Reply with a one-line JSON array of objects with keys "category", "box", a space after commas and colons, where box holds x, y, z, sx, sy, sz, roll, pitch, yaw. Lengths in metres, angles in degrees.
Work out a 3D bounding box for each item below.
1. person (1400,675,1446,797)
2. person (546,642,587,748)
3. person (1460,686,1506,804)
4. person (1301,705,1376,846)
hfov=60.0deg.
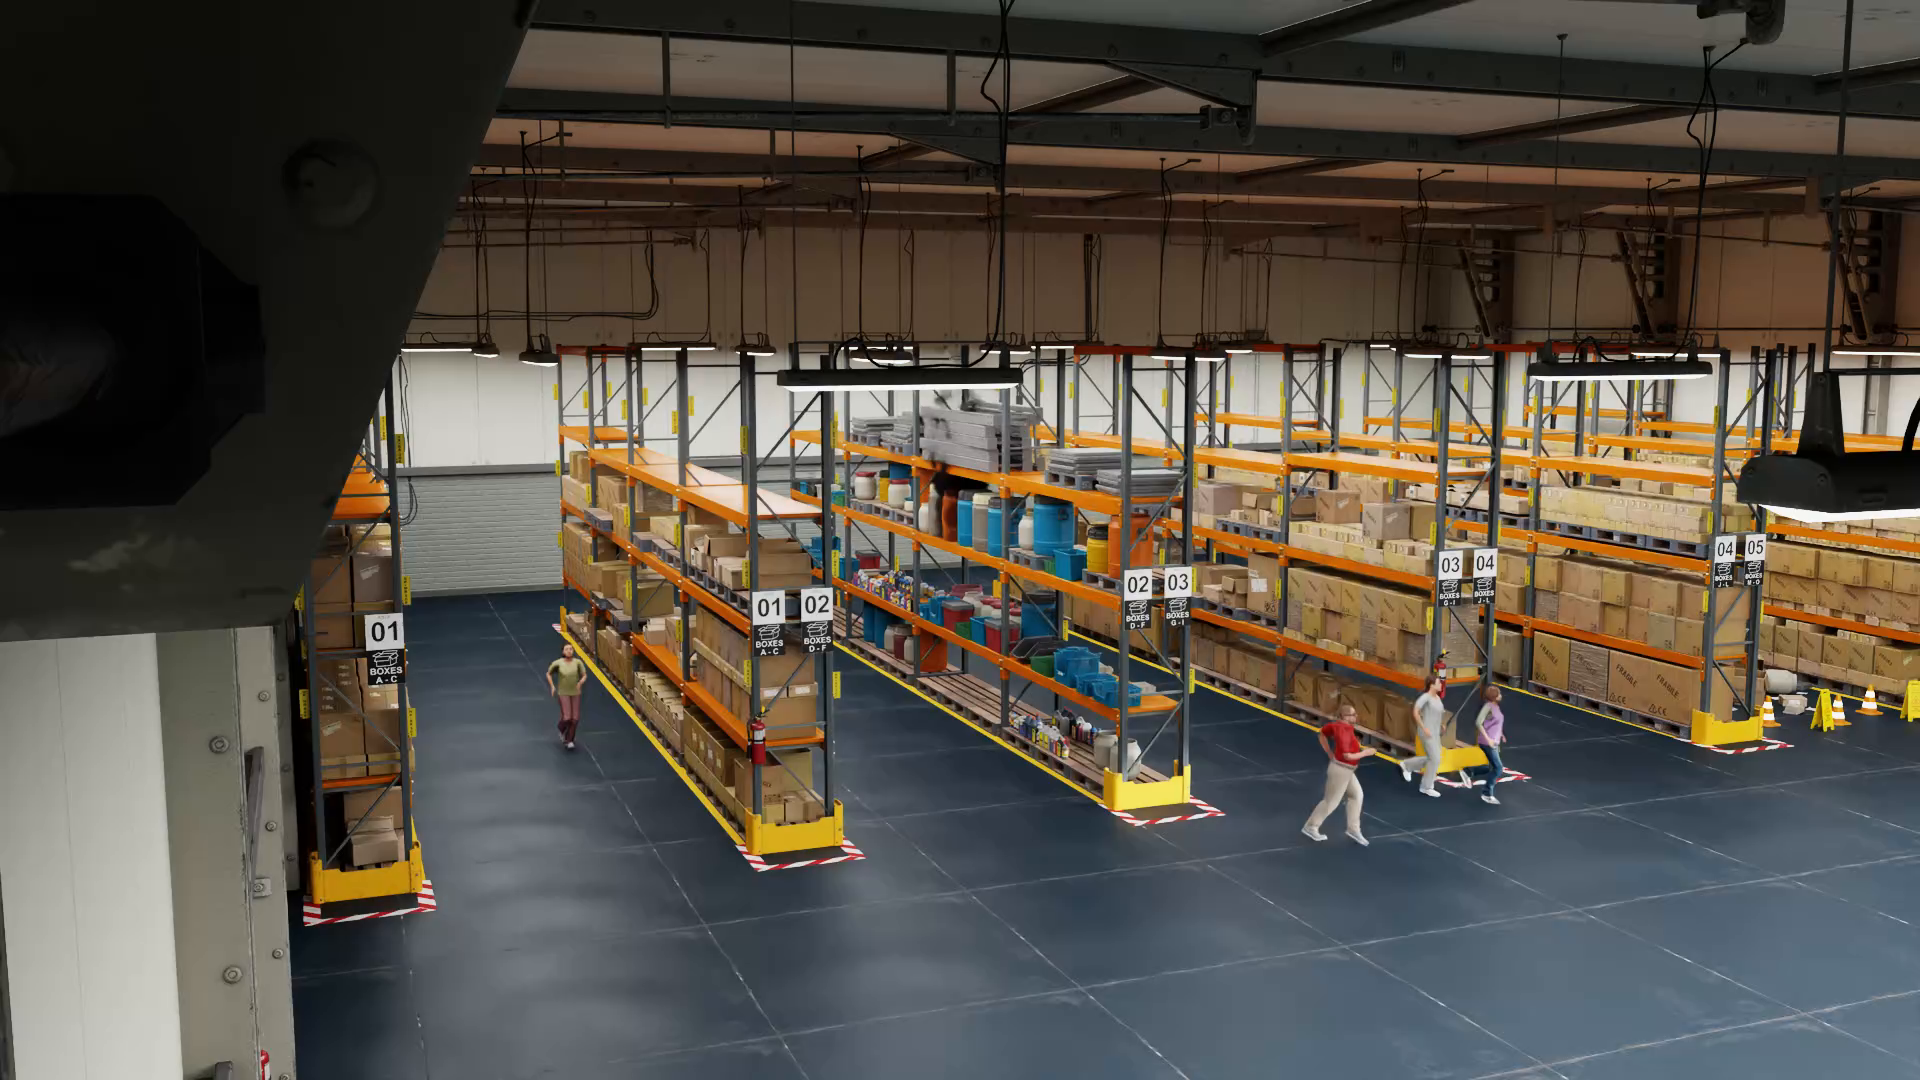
[{"category": "person", "box": [6.402, 2.648, 22.851, 0.666, 1.626, 0.604, 7, 10, 42]}, {"category": "person", "box": [-5.888, 2.346, 25.067, 0.580, 1.623, 0.533, -4, 8, -26]}, {"category": "person", "box": [7.082, 2.742, 22.470, 0.594, 1.565, 0.581, 5, 9, 34]}, {"category": "person", "box": [4.648, 2.898, 20.391, 0.864, 1.783, 0.592, 2, 7, 12]}]
